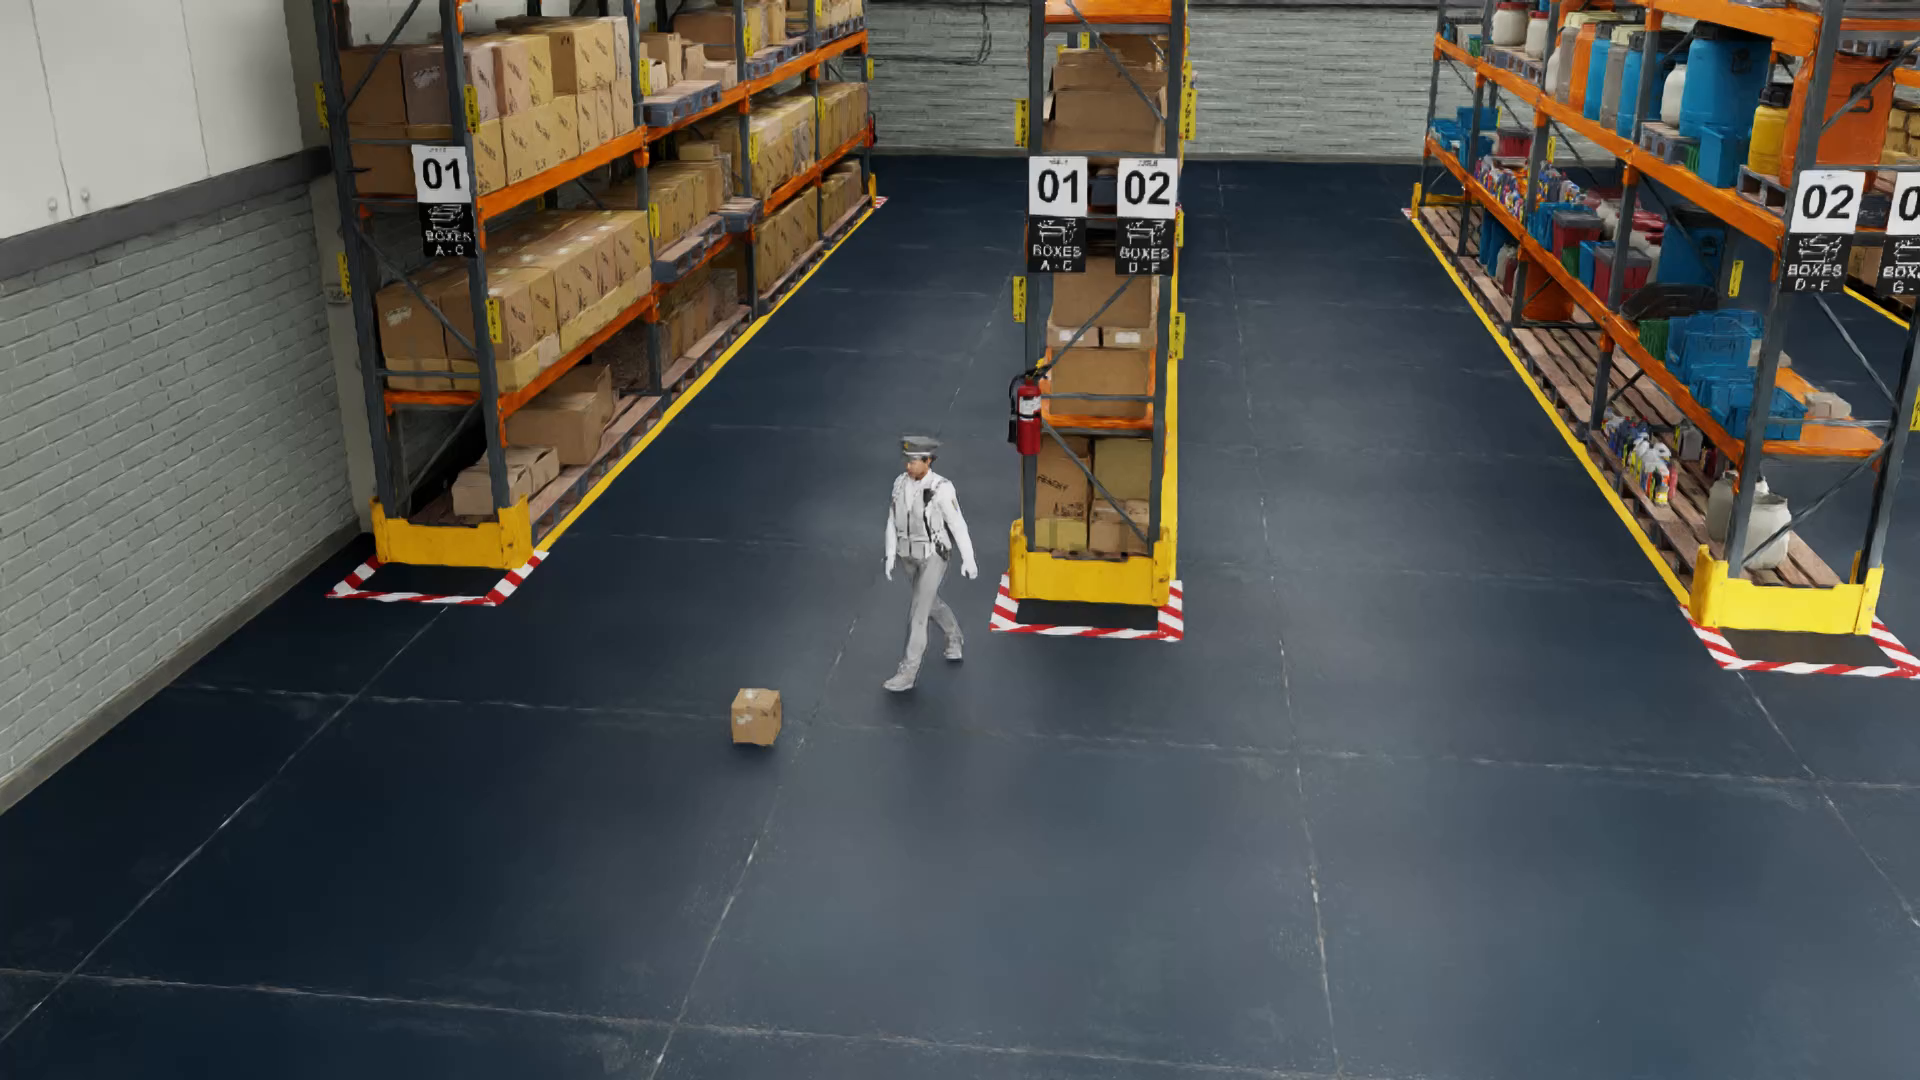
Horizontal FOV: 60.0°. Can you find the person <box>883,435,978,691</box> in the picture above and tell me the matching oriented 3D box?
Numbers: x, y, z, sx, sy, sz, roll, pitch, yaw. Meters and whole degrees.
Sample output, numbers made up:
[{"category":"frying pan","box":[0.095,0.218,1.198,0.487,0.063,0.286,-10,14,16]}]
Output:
[{"category":"person","box":[-0.243,0.122,10.769,0.557,1.615,0.940,14,26,32]}]
